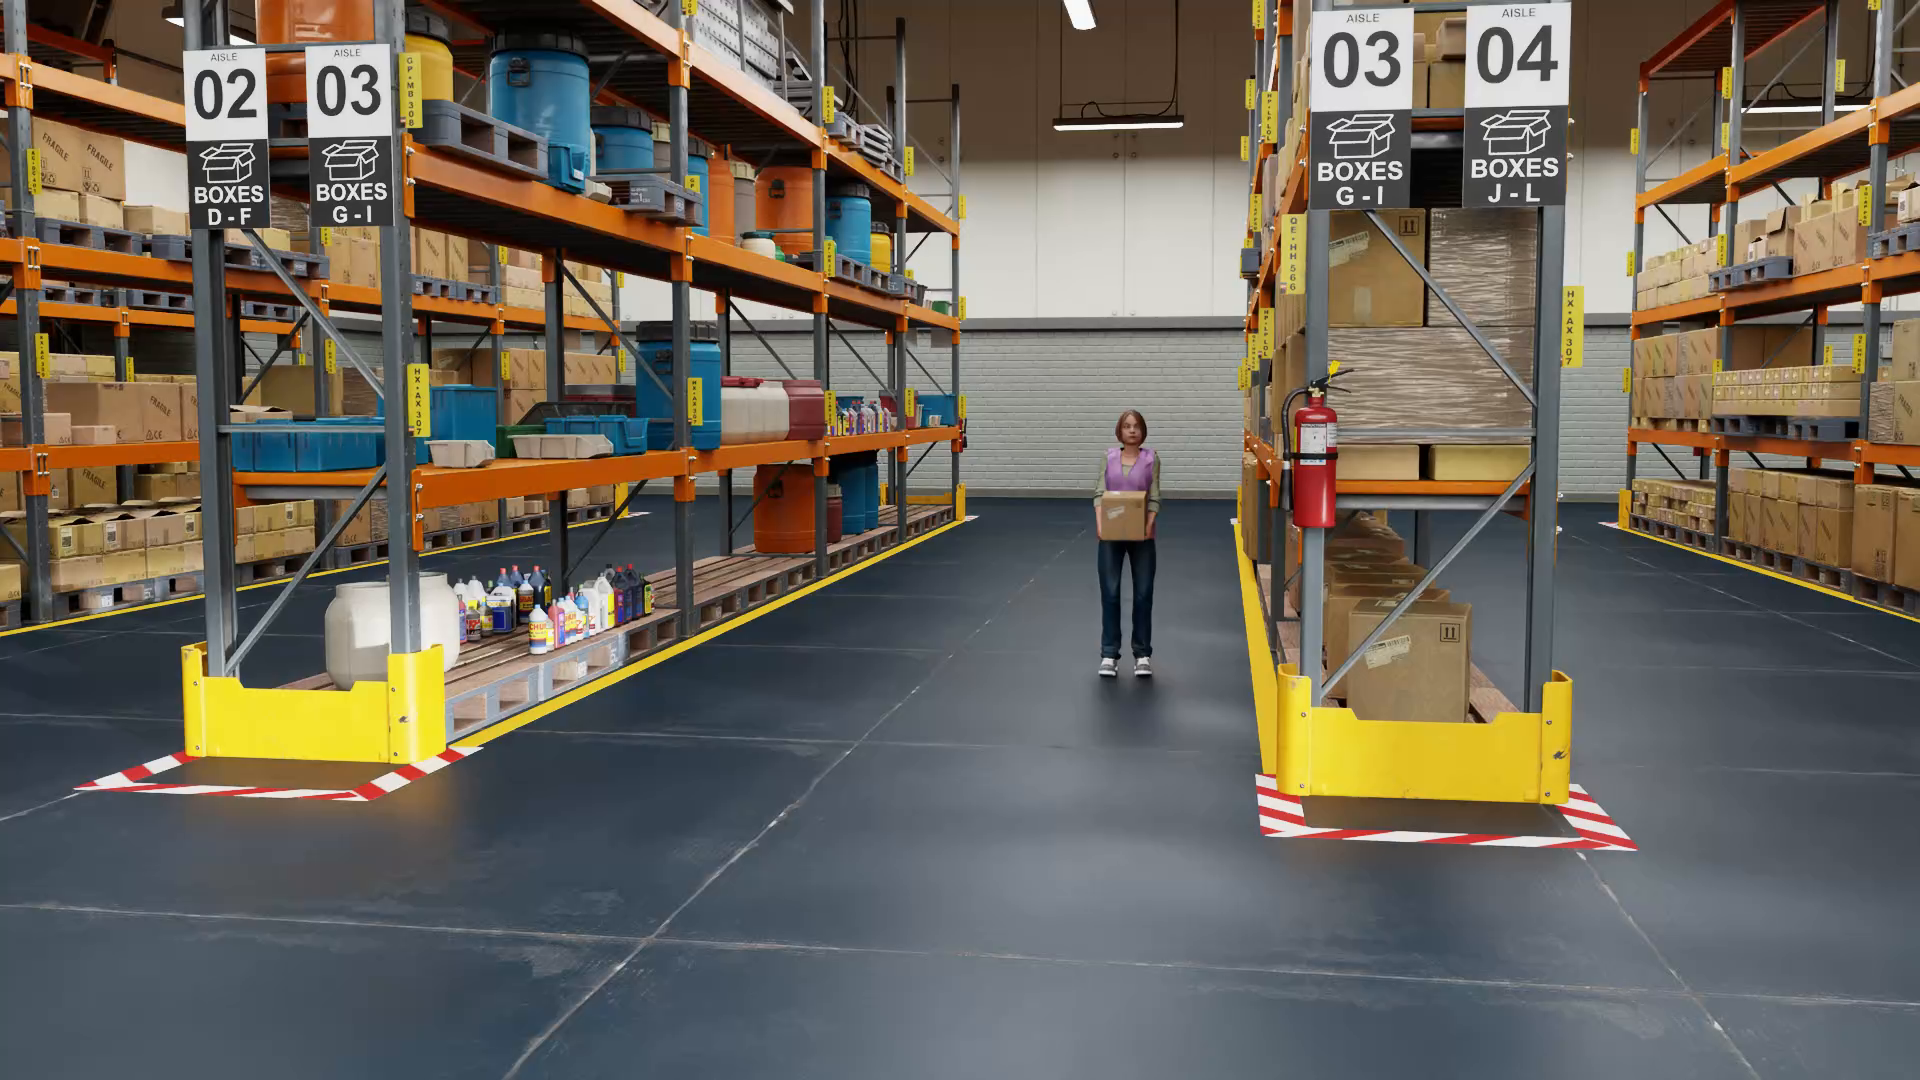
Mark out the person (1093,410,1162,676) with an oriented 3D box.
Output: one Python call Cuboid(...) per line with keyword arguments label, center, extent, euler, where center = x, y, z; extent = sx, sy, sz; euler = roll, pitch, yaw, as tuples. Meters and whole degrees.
Cuboid(label="person", center=(0.997, 0.018, 9.927), extent=(0.408, 1.589, 0.495), euler=(1, 5, 9))
